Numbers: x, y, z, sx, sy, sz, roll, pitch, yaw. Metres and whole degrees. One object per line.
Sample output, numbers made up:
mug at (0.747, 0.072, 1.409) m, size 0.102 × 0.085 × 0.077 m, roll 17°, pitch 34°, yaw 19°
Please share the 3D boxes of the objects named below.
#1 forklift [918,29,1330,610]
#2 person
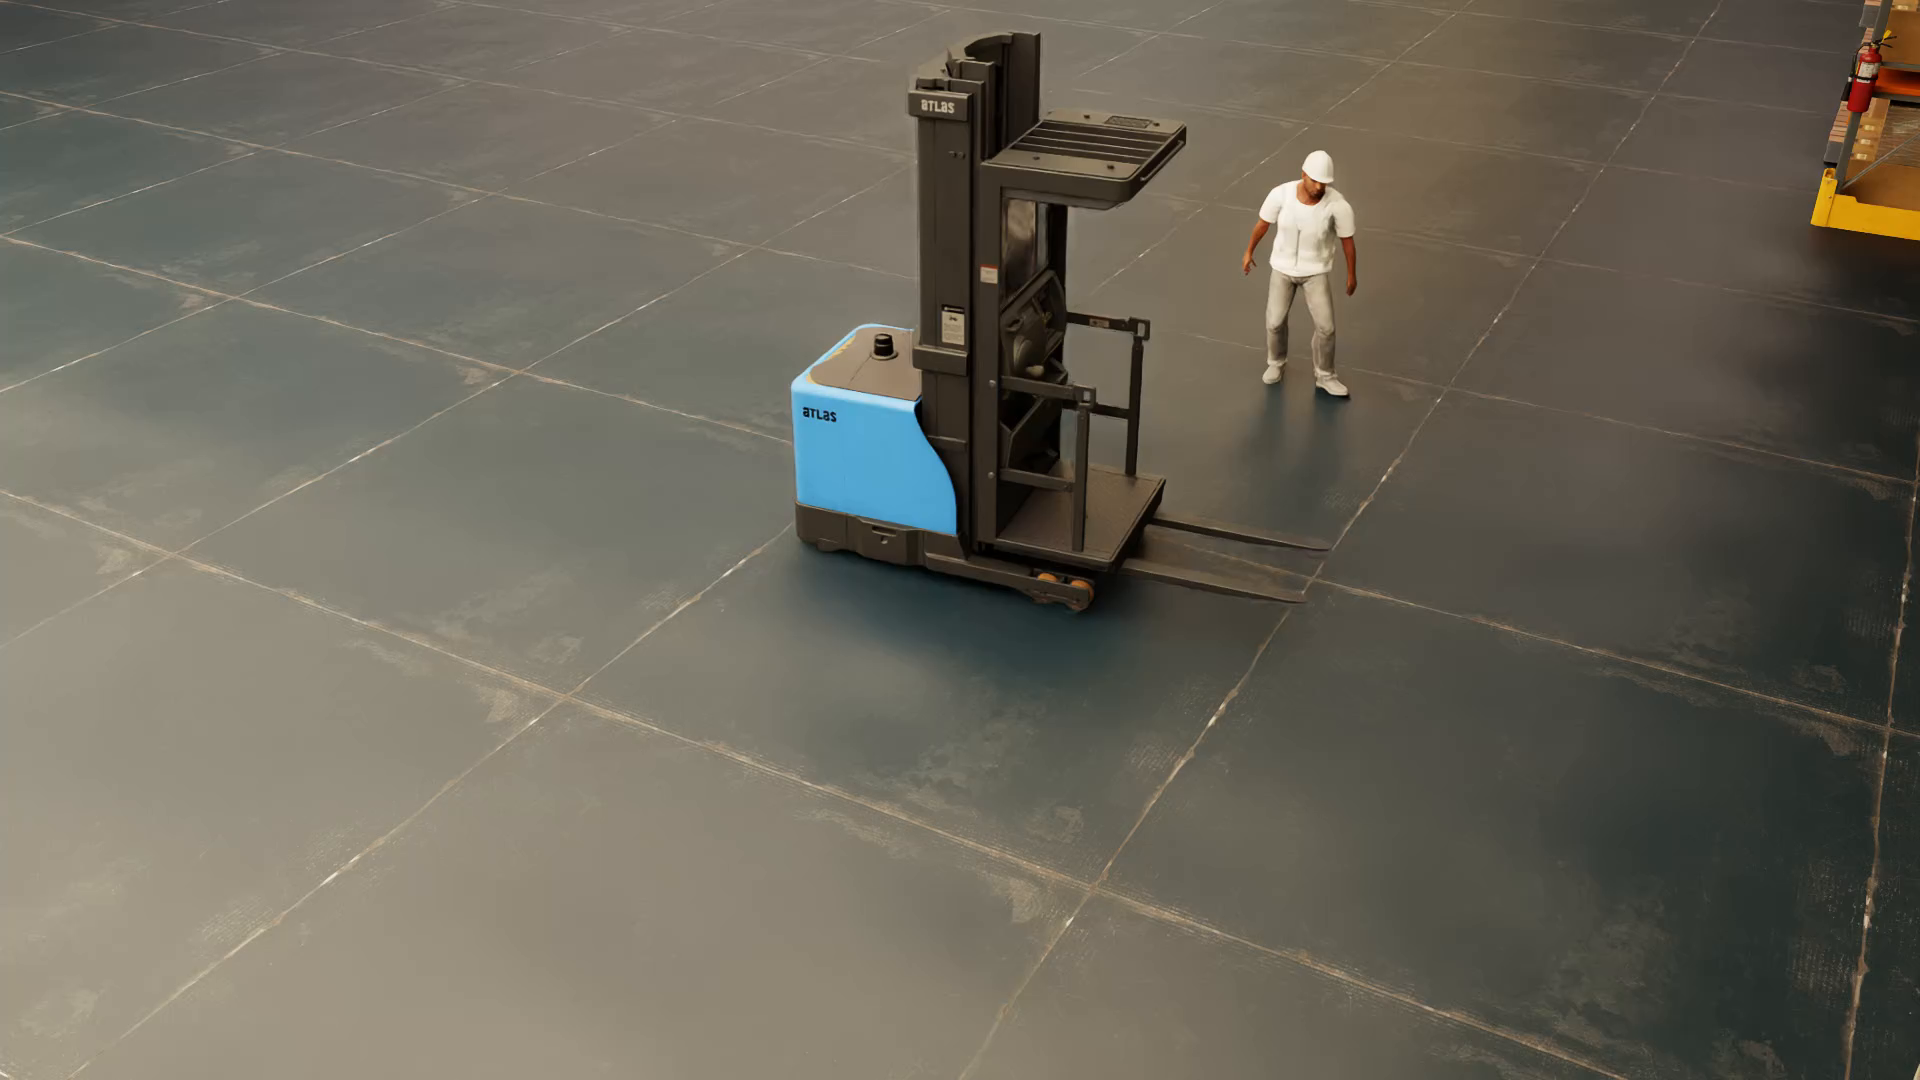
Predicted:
forklift at (0.589, -1.175, 9.107) m, size 3.031 × 2.935 × 1.121 m, roll 11°, pitch 32°, yaw 19°
person at (2.367, -1.869, 11.532) m, size 0.893 × 1.731 × 0.460 m, roll 13°, pitch 32°, yaw 21°
